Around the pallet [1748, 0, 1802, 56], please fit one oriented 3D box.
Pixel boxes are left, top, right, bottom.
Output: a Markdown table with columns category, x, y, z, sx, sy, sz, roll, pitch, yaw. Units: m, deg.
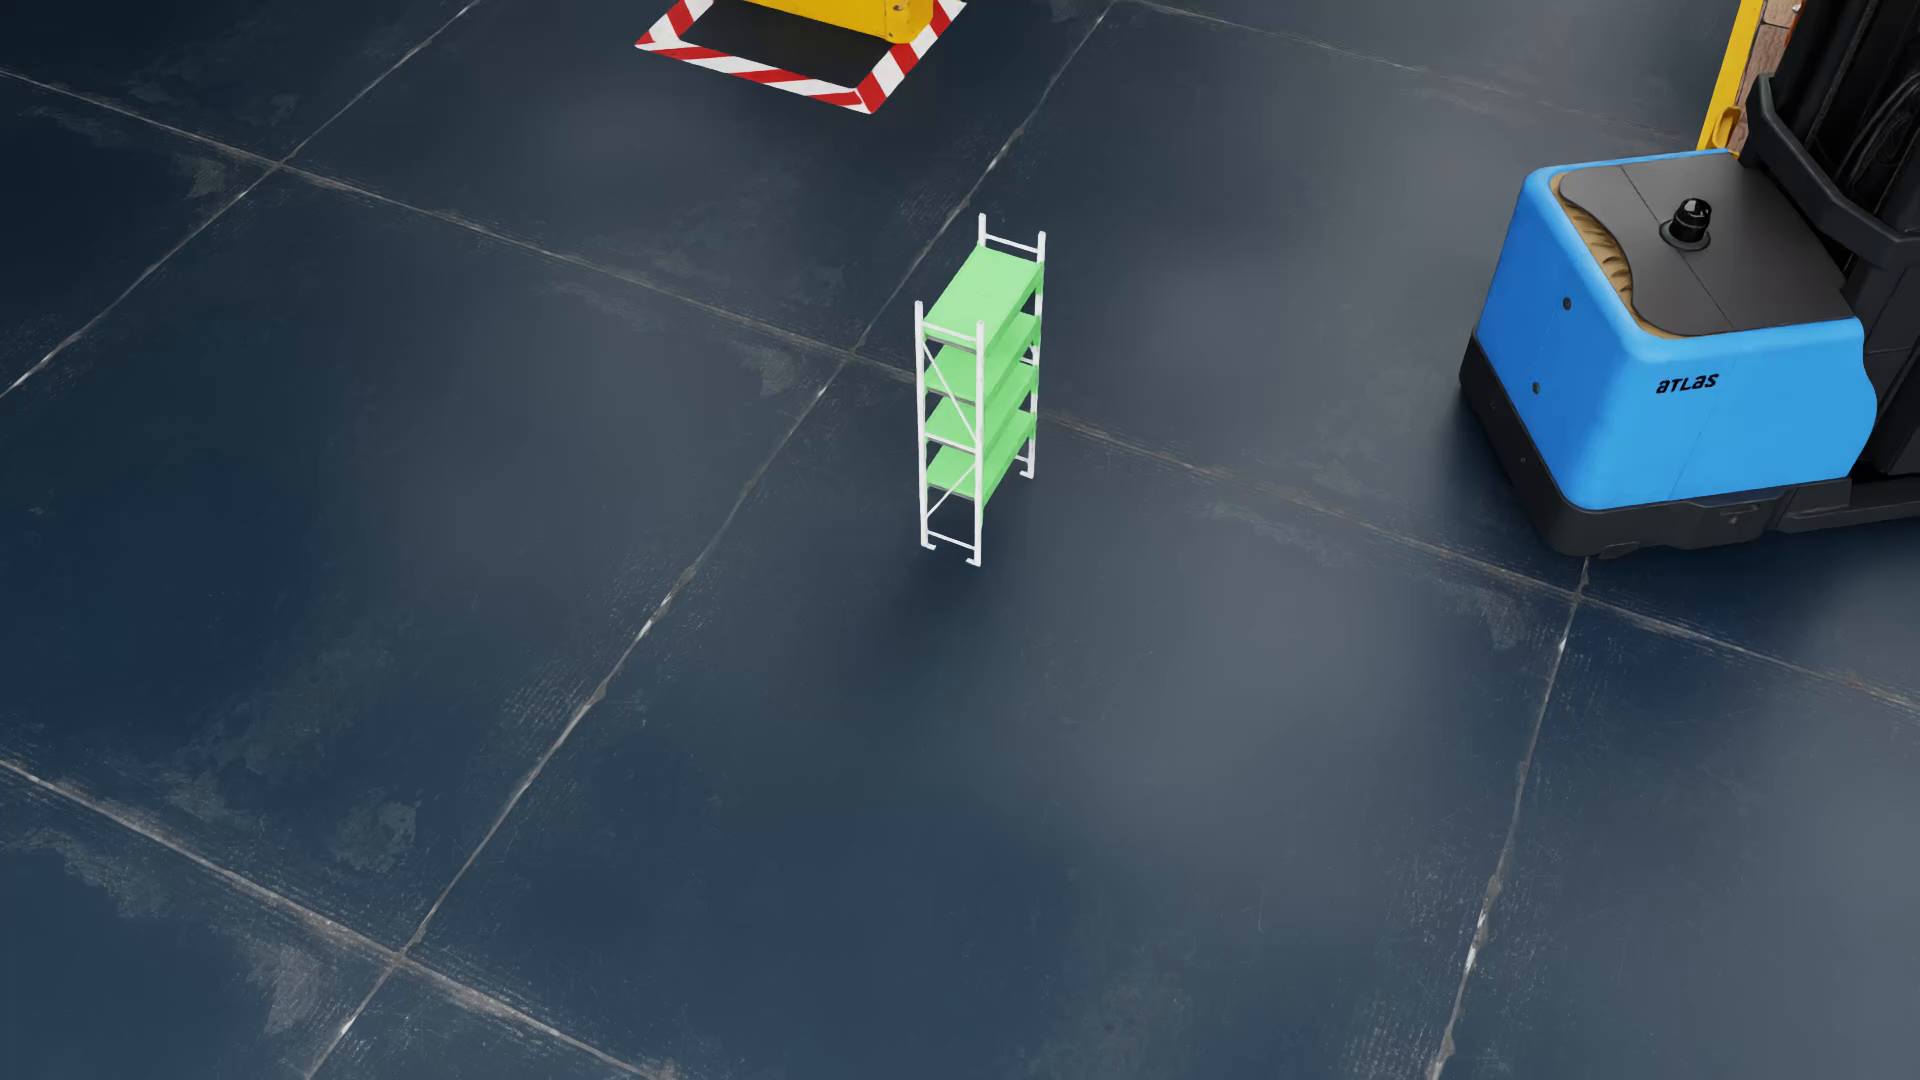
| category | x | y | z | sx | sy | sz | roll | pitch | yaw |
| --- | --- | --- | --- | --- | --- | --- | --- | --- | --- |
| pallet | 4.635 | -2.723 | 8.428 | 1.003 | 0.211 | 1.213 | 20 | 52 | 16 |

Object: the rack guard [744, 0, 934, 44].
| category | x | y | z | sx | sy | sz | roll | pitch | yaw |
| --- | --- | --- | --- | --- | --- | --- | --- | --- | --- |
| rack guard | -0.716 | -2.952 | 8.433 | 1.175 | 0.500 | 0.348 | 20 | 52 | 16 |

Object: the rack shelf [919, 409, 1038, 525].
| category | x | y | z | sx | sy | sz | roll | pitch | yaw |
| --- | --- | --- | --- | --- | --- | --- | --- | --- | --- |
| rack shelf | 0.071 | -0.306 | 6.121 | 0.258 | 0.148 | 0.480 | 20 | 52 | 16 |

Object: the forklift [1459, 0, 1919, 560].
| category | x | y | z | sx | sy | sz | roll | pitch | yaw |
| --- | --- | --- | --- | --- | --- | --- | --- | --- | --- |
| forklift | 3.578 | -1.419 | 5.533 | 3.031 | 2.935 | 1.130 | -7 | 50 | -6 |

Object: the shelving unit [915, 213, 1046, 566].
| category | x | y | z | sx | sy | sz | roll | pitch | yaw |
| --- | --- | --- | --- | --- | --- | --- | --- | --- | --- |
| shelving unit | 0.071 | -0.503 | 5.890 | 0.258 | 1.200 | 0.503 | 20 | 52 | 16 |

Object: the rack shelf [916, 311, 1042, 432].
| category | x | y | z | sx | sy | sz | roll | pitch | yaw |
| --- | --- | --- | --- | --- | --- | --- | --- | --- | --- |
| rack shelf | 0.071 | -0.617 | 5.756 | 0.258 | 0.148 | 0.480 | 20 | 52 | 16 |

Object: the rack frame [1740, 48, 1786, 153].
| category | x | y | z | sx | sy | sz | roll | pitch | yaw |
| --- | --- | --- | --- | --- | --- | --- | --- | --- | --- |
| rack frame | 3.771 | -2.164 | 6.122 | 1.000 | 3.000 | 0.127 | 20 | 52 | 16 |

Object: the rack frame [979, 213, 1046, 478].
| category | x | y | z | sx | sy | sz | roll | pitch | yaw |
| --- | --- | --- | --- | --- | --- | --- | --- | --- | --- |
| rack frame | 0.175 | -0.671 | 6.033 | 0.240 | 1.200 | 0.015 | 20 | 52 | 16 |

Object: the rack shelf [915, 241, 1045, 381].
| category | x | y | z | sx | sy | sz | roll | pitch | yaw |
| --- | --- | --- | --- | --- | --- | --- | --- | --- | --- |
| rack shelf | 0.071 | -0.772 | 5.573 | 0.258 | 0.148 | 0.480 | 20 | 52 | 16 |

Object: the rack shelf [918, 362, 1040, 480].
| category | x | y | z | sx | sy | sz | roll | pitch | yaw |
| --- | --- | --- | --- | --- | --- | --- | --- | --- | --- |
| rack shelf | 0.071 | -0.461 | 5.939 | 0.258 | 0.148 | 0.480 | 20 | 52 | 16 |

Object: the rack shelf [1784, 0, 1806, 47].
| category | x | y | z | sx | sy | sz | roll | pitch | yaw |
| --- | --- | --- | --- | --- | --- | --- | --- | --- | --- |
| rack shelf | 4.625 | -3.308 | 7.568 | 1.077 | 0.370 | 4.000 | 20 | 52 | 16 |

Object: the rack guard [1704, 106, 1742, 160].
| category | x | y | z | sx | sy | sz | roll | pitch | yaw |
| --- | --- | --- | --- | --- | --- | --- | --- | --- | --- |
| rack guard | 3.761 | -1.422 | 7.131 | 1.175 | 0.500 | 0.348 | 20 | 52 | 16 |

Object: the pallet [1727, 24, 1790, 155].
| category | x | y | z | sx | sy | sz | roll | pitch | yaw |
| --- | --- | --- | --- | --- | --- | --- | --- | --- | --- |
| pallet | 4.113 | -1.886 | 7.716 | 1.003 | 0.211 | 1.213 | 20 | 52 | 16 |

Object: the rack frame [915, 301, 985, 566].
| category | x | y | z | sx | sy | sz | roll | pitch | yaw |
| --- | --- | --- | --- | --- | --- | --- | --- | --- | --- |
| rack frame | -0.034 | -0.335 | 5.747 | 0.240 | 1.200 | 0.015 | 20 | 52 | 16 |
